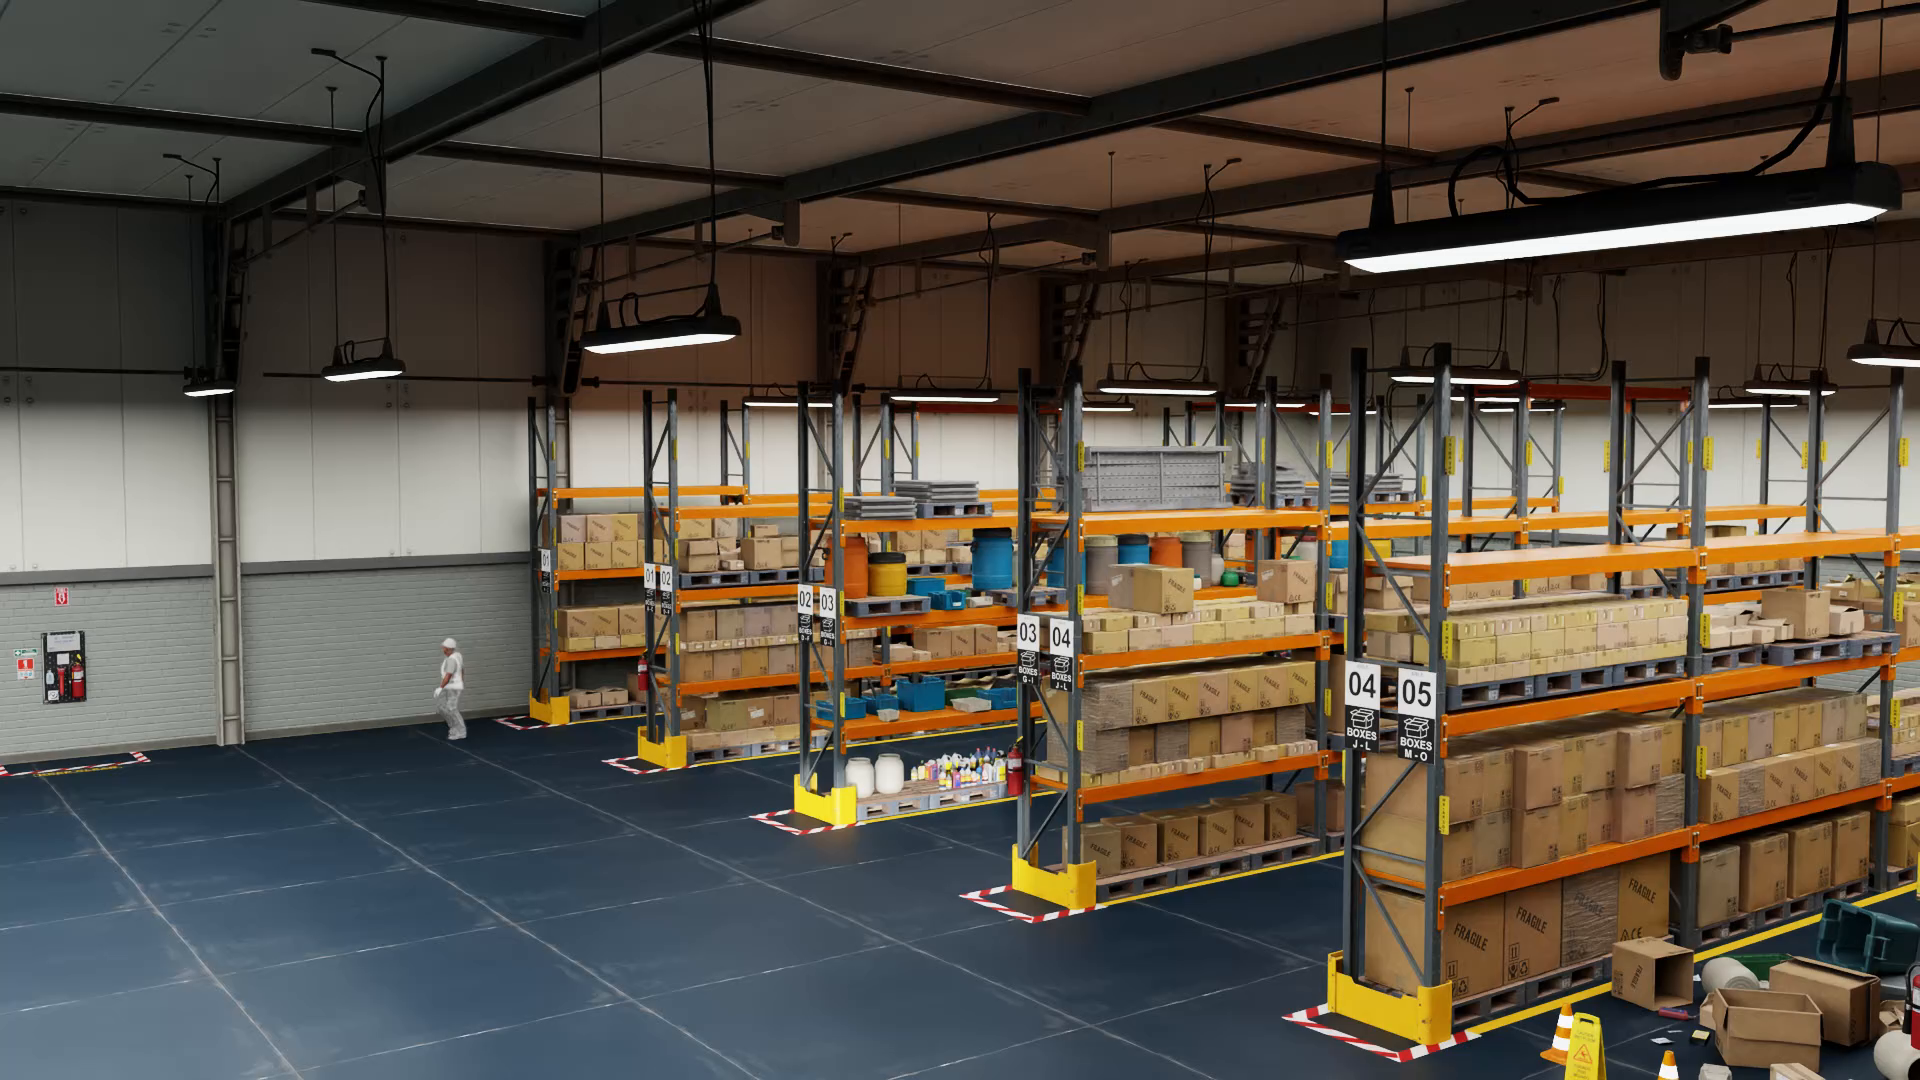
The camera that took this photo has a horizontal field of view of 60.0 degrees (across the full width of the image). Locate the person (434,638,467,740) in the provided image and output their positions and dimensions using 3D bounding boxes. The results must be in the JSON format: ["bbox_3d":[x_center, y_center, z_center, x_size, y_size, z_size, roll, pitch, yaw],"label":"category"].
[{"bbox_3d":[-8.848,2.603,28.892,0.518,1.803,0.653,-1,3,-11],"label":"person"}]

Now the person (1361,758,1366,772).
[{"bbox_3d":[6.343,2.771,25.569,0.510,1.807,0.543,3,5,42],"label":"person"}]
